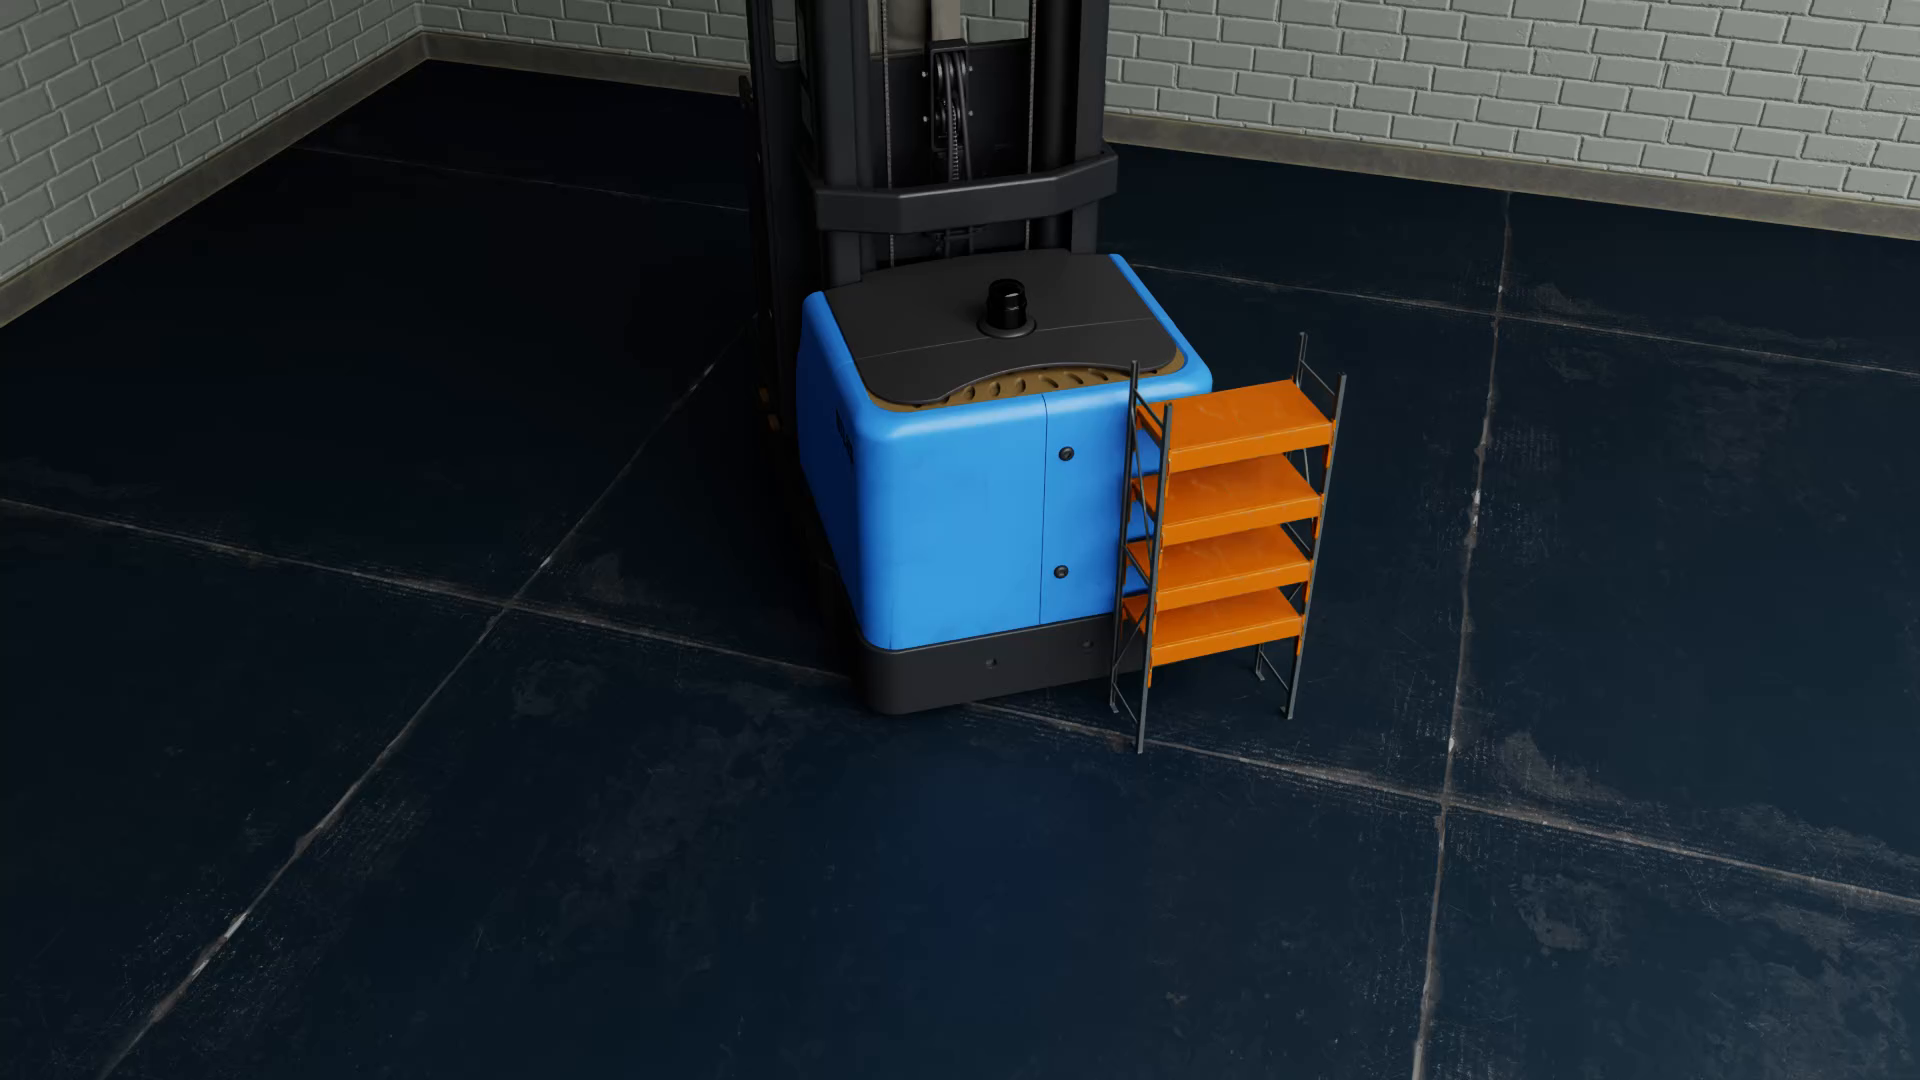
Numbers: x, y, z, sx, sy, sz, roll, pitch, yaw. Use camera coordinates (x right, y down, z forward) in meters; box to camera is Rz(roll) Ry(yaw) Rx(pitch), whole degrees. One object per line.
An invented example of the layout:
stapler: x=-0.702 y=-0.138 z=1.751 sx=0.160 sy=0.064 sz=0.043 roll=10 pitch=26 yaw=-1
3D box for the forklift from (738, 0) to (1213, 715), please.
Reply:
forklift: x=-0.166 y=-1.538 z=5.367 sx=1.130 sy=2.935 sz=3.031 roll=-9 pitch=37 yaw=-12

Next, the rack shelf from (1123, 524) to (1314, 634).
rack shelf: x=0.726 y=0.089 z=4.730 sx=0.480 sy=0.148 sz=0.258 roll=-11 pitch=38 yaw=-14

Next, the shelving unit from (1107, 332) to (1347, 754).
shelving unit: x=0.726 y=0.035 z=4.691 sx=0.503 sy=1.200 sz=0.258 roll=-11 pitch=38 yaw=-14

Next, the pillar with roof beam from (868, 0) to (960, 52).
pillar with roof beam: x=-1.517 y=-3.339 z=2.695 sx=0.400 sy=9.000 sz=9.100 roll=10 pitch=38 yaw=14

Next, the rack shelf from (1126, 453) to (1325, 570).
rack shelf: x=0.726 y=-0.091 z=4.598 sx=0.480 sy=0.148 sz=0.258 roll=-11 pitch=38 yaw=-14

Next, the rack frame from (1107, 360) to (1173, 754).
rack frame: x=0.493 y=0.079 z=4.631 sx=0.015 sy=1.200 sz=0.240 roll=-11 pitch=38 yaw=-14

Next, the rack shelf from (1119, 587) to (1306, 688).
rack shelf: x=0.726 y=0.249 z=4.848 sx=0.480 sy=0.148 sz=0.258 roll=-11 pitch=38 yaw=-14

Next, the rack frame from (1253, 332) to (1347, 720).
rack frame: x=0.958 y=-0.009 z=4.750 sx=0.015 sy=1.200 sz=0.240 roll=-11 pitch=38 yaw=-14

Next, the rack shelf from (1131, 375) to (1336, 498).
rack shelf: x=0.726 y=-0.282 z=4.458 sx=0.480 sy=0.148 sz=0.258 roll=-11 pitch=38 yaw=-14
